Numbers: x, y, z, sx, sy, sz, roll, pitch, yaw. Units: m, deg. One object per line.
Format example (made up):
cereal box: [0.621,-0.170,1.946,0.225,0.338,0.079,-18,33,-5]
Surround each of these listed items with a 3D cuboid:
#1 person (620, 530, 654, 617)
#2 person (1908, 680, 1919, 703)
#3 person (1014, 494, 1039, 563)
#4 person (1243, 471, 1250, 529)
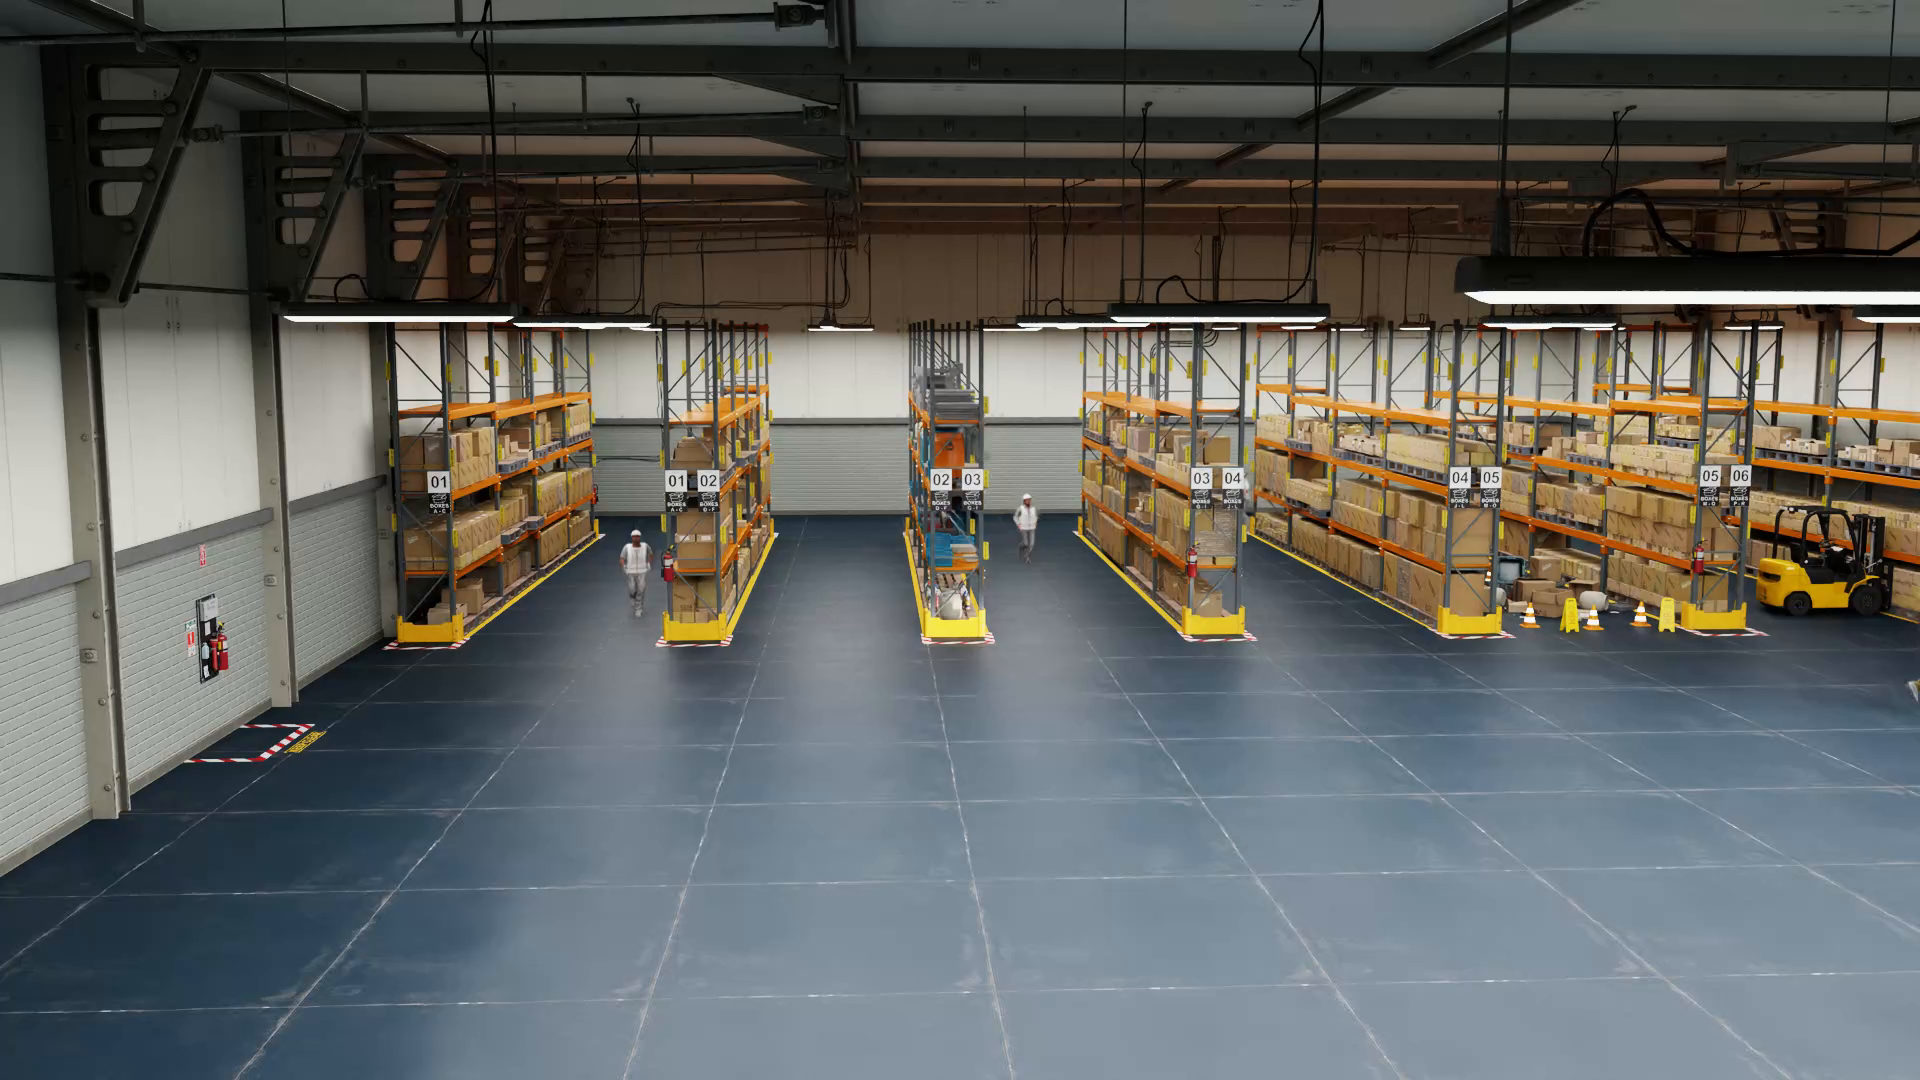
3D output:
person: [-6.599,0.667,34.005,0.682,1.753,0.769,-2,7,-13]
person: [14.855,1.770,25.144,0.686,1.743,0.711,5,9,35]
person: [1.685,-0.291,41.840,0.659,1.729,0.586,-2,7,-16]
person: [8.271,-1.176,48.906,0.640,1.781,0.678,-1,7,-7]
